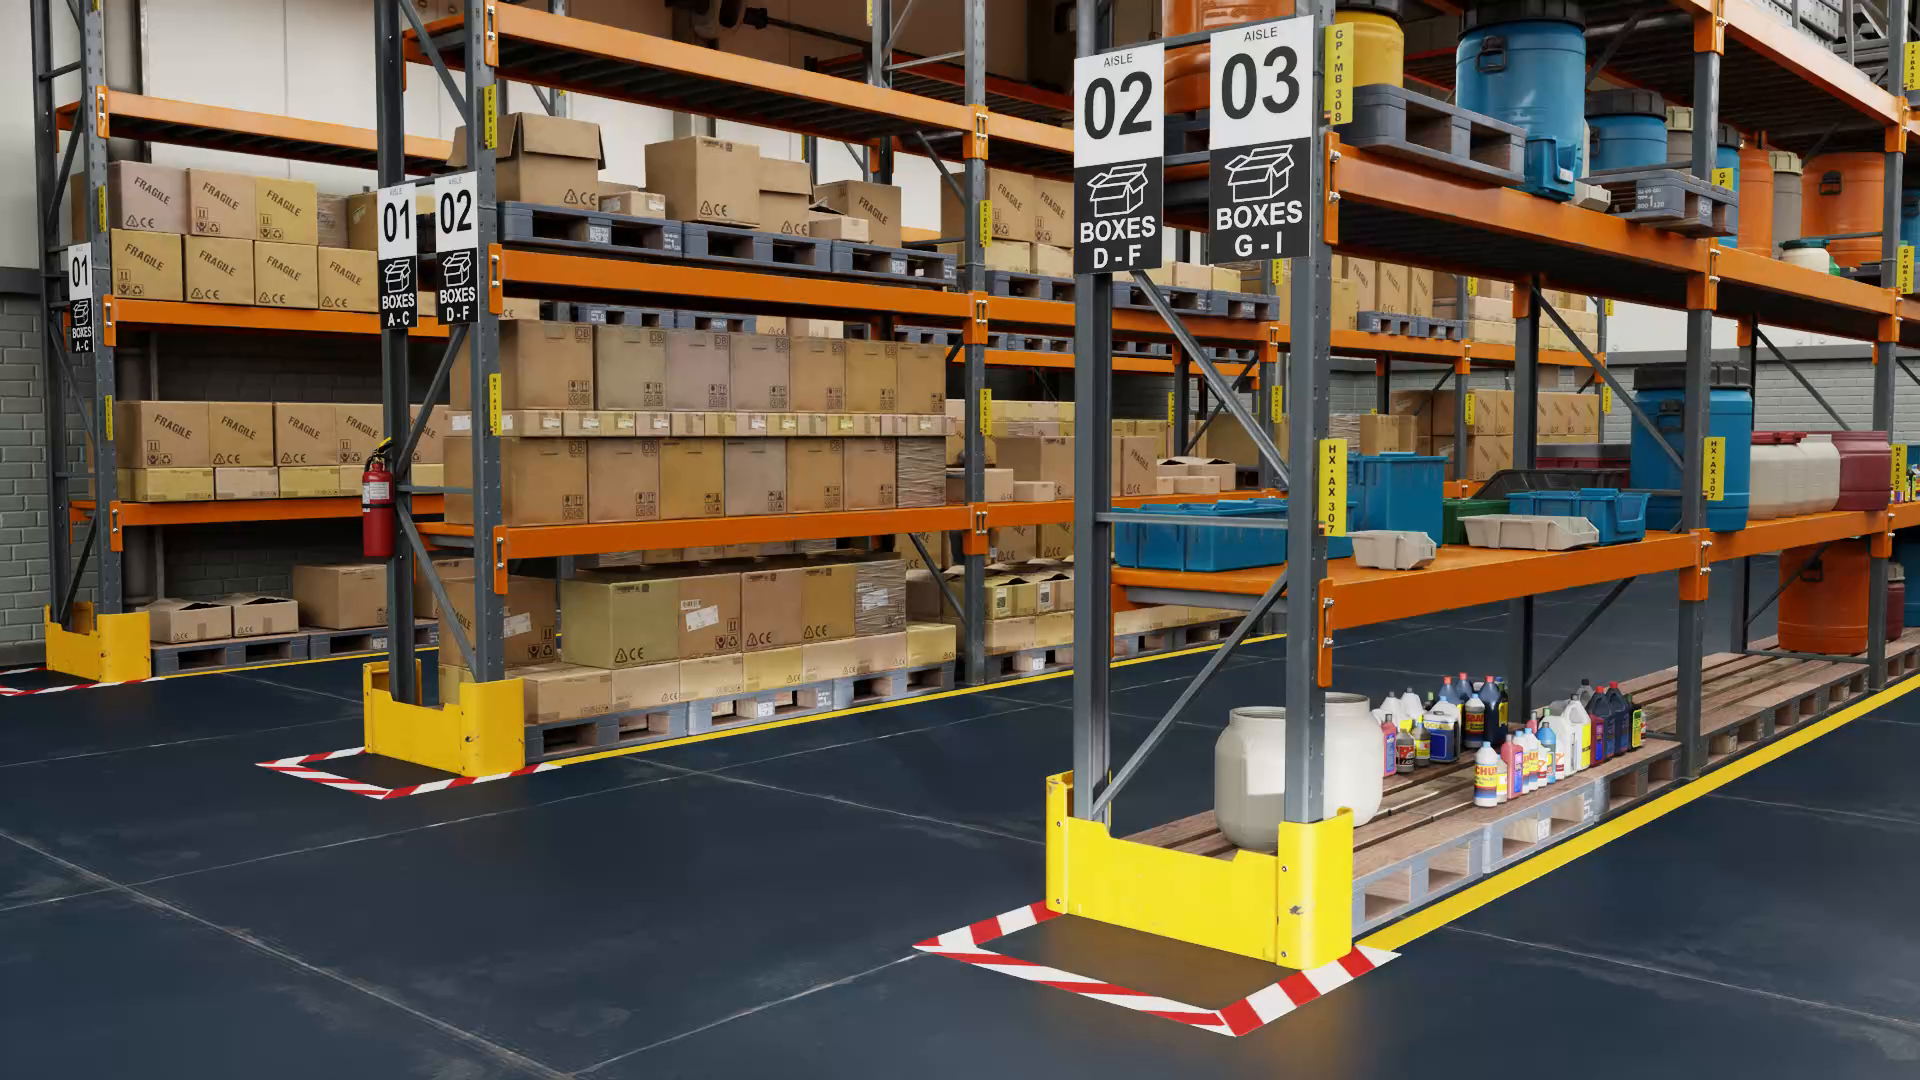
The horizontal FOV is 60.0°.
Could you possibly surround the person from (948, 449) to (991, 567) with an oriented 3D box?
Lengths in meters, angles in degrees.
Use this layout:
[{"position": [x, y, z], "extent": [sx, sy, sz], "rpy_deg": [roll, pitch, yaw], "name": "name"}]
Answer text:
[{"position": [0.088, -0.109, 17.173], "extent": [0.484, 1.662, 0.378], "rpy_deg": [3, 5, 40], "name": "person"}]
